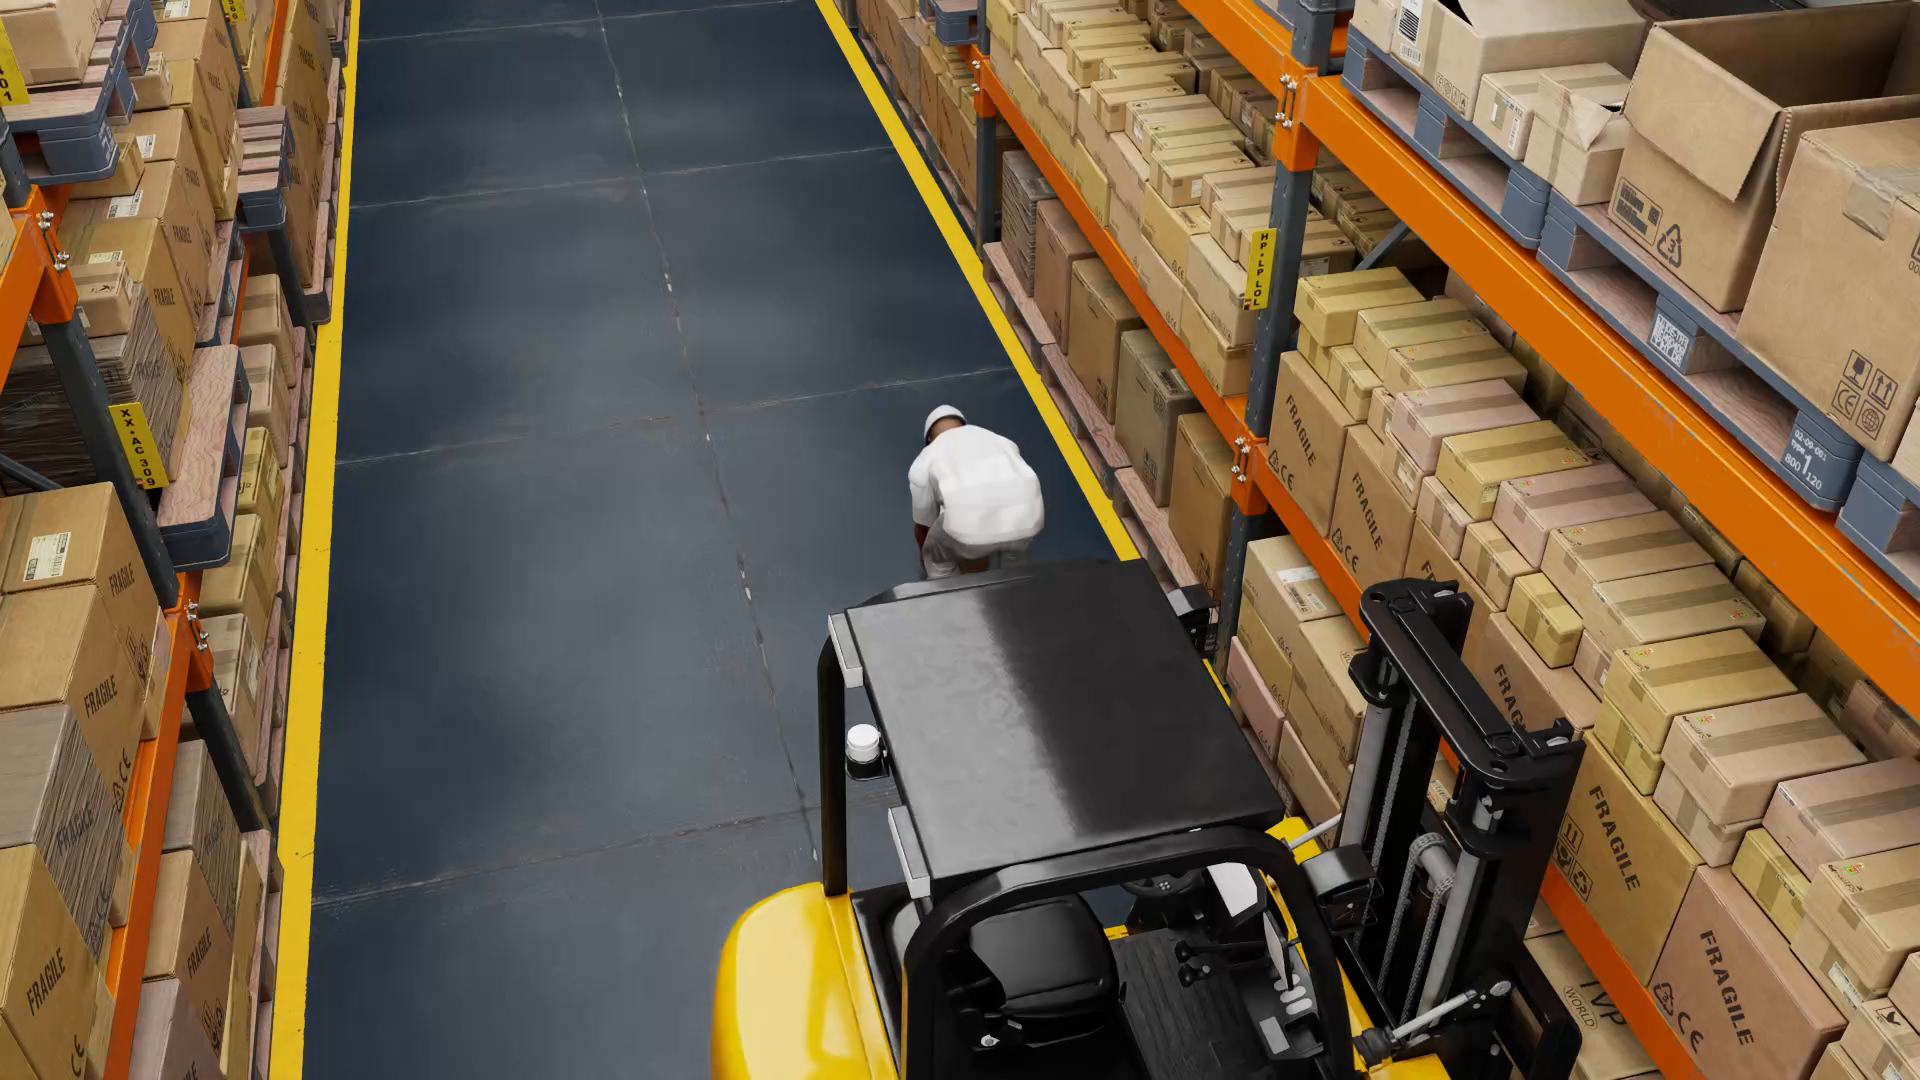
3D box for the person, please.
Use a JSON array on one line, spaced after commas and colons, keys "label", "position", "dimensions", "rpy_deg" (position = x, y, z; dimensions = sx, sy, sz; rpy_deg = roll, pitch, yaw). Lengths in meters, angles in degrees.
[{"label": "person", "position": [0.067, -0.271, 7.058], "dimensions": [0.501, 1.746, 0.590], "rpy_deg": [-9, 39, -11]}]
